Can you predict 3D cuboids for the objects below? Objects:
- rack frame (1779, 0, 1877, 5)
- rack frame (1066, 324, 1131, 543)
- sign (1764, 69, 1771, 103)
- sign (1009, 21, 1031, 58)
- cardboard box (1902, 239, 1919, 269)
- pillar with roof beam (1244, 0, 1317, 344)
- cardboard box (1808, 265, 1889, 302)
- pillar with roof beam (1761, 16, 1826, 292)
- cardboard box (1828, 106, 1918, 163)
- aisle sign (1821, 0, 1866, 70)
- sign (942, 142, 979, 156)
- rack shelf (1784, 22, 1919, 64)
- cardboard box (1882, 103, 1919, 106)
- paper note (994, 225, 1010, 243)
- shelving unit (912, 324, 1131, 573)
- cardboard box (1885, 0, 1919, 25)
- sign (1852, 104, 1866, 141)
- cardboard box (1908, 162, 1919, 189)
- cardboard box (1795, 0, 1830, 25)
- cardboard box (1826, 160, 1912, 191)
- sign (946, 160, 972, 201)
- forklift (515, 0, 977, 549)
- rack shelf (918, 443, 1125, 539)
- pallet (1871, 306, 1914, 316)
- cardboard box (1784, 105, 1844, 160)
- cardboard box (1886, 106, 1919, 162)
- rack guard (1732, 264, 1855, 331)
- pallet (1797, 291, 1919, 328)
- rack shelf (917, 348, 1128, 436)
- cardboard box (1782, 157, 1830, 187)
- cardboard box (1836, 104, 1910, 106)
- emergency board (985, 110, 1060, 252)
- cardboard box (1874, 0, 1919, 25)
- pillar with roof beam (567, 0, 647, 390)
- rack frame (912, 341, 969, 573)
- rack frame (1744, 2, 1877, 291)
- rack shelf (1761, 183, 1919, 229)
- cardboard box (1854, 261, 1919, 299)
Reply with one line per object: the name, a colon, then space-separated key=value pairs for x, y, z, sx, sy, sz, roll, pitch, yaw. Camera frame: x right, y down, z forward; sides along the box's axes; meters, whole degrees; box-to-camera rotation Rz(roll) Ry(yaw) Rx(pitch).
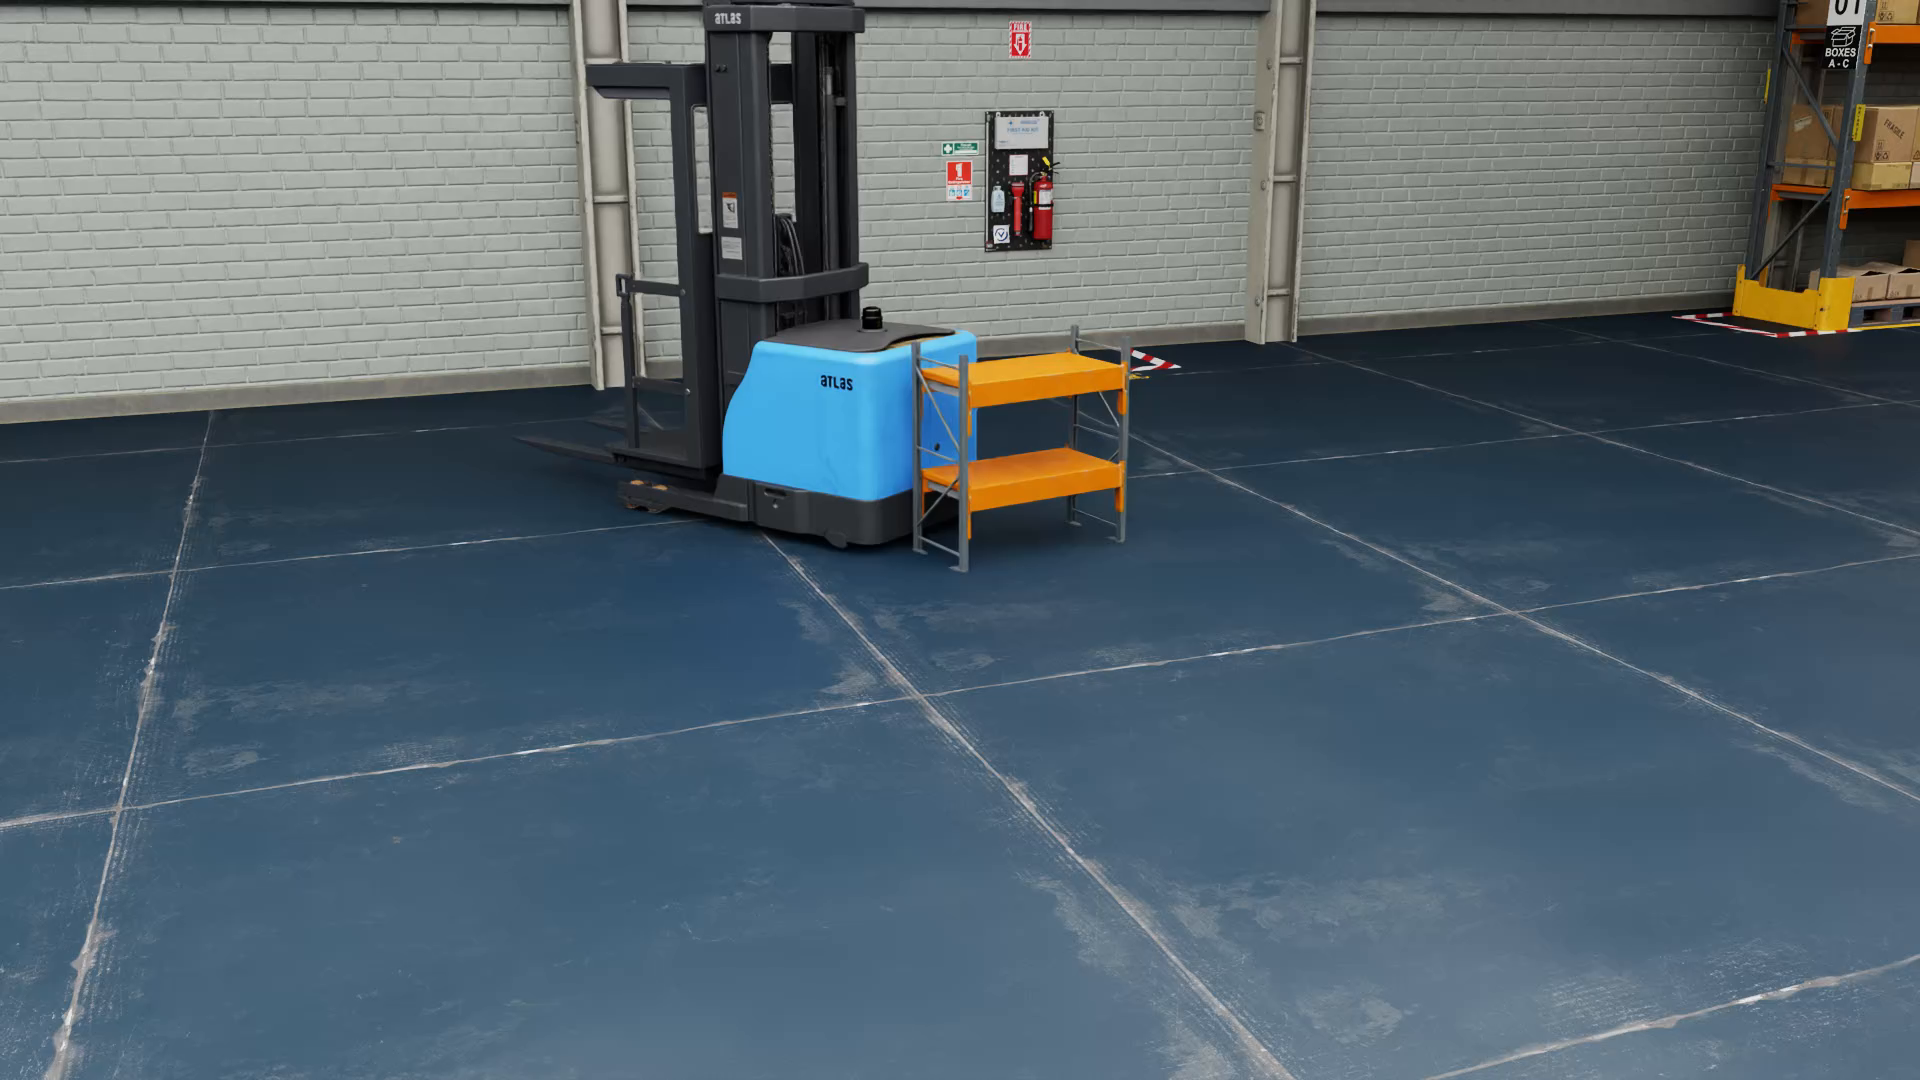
rack frame: x=8.127 y=-6.472 z=15.168 sx=0.127 sy=3.000 sz=1.000 roll=-6 pitch=17 yaw=-20
rack frame: x=0.752 y=-0.585 z=9.095 sx=0.032 sy=1.125 sz=0.500 roll=-10 pitch=19 yaw=-31
sign: x=7.947 y=-4.449 z=16.309 sx=0.005 sy=0.325 sz=0.100 roll=-6 pitch=17 yaw=-20
sign: x=0.504 y=-4.186 z=13.914 sx=0.199 sy=0.298 sz=0.001 roll=-6 pitch=17 yaw=-20
cardboard box: x=10.041 y=-2.770 z=16.863 sx=0.500 sy=0.500 sz=0.700 roll=-7 pitch=18 yaw=-24
pillar with roof beam: x=4.409 y=-5.033 z=10.266 sx=0.400 sy=9.000 sz=9.100 roll=-6 pitch=17 yaw=-20
cardboard box: x=8.805 y=-2.561 z=16.487 sx=0.500 sy=0.311 sz=0.500 roll=-8 pitch=18 yaw=-26
pillar with roof beam: x=10.012 y=-5.638 z=12.326 sx=0.400 sy=9.000 sz=9.100 roll=-6 pitch=17 yaw=-20
cardboard box: x=8.680 y=-3.860 z=15.820 sx=0.500 sy=0.500 sz=0.500 roll=-6 pitch=17 yaw=-20
aisle sign: x=8.167 y=-4.755 z=15.353 sx=0.004 sy=0.787 sz=0.394 roll=-6 pitch=17 yaw=-20
sign: x=0.002 y=-3.289 z=13.971 sx=0.331 sy=0.109 sz=0.001 roll=-6 pitch=17 yaw=-20
rack shelf: x=9.995 y=-4.890 z=16.378 sx=4.000 sy=0.370 sz=1.077 roll=-6 pitch=17 yaw=-20
cardboard box: x=9.446 y=-4.096 z=16.623 sx=0.500 sy=0.500 sz=0.500 roll=-7 pitch=18 yaw=-22
paper note: x=0.357 y=-2.626 z=14.279 sx=0.142 sy=0.148 sz=0.016 roll=-6 pitch=17 yaw=-20
shelving unit: x=0.324 y=-0.508 z=8.832 sx=1.048 sy=1.125 sz=0.538 roll=-10 pitch=19 yaw=-31
cardboard box: x=9.043 y=-5.103 z=15.617 sx=0.500 sy=0.500 sz=0.500 roll=-5 pitch=17 yaw=-16
sign: x=8.321 y=-3.867 z=15.405 sx=0.005 sy=0.325 sz=0.100 roll=-6 pitch=17 yaw=-20
cardboard box: x=9.176 y=-3.553 z=16.105 sx=0.500 sy=0.250 sz=0.500 roll=-7 pitch=18 yaw=-22
cardboard box: x=8.426 y=-5.199 z=15.944 sx=0.500 sy=0.500 sz=0.500 roll=-5 pitch=17 yaw=-16
cardboard box: x=8.696 y=-3.497 z=15.914 sx=0.500 sy=0.250 sz=0.500 roll=-7 pitch=18 yaw=-22
sign: x=-0.006 y=-3.037 z=14.052 sx=0.234 sy=0.329 sz=0.001 roll=-6 pitch=17 yaw=-20
forklift: x=-1.386 y=-1.666 z=9.569 sx=3.031 sy=2.935 sz=1.130 roll=11 pitch=20 yaw=34
rack shelf: x=0.324 y=-0.274 z=8.901 sx=1.000 sy=0.278 sz=0.538 roll=-10 pitch=19 yaw=-31
pallet: x=10.107 y=-2.458 z=17.094 sx=1.213 sy=0.211 sz=1.003 roll=-6 pitch=17 yaw=-20
cardboard box: x=8.491 y=-3.995 z=16.278 sx=0.500 sy=0.500 sz=0.500 roll=-6 pitch=18 yaw=-21
cardboard box: x=9.146 y=-3.908 z=15.981 sx=0.500 sy=0.500 sz=0.500 roll=-6 pitch=17 yaw=-20
rack guard: x=8.198 y=-2.402 z=16.391 sx=0.348 sy=0.500 sz=1.175 roll=-6 pitch=17 yaw=-20
pallet: x=8.969 y=-2.336 z=16.679 sx=1.213 sy=0.211 sz=1.003 roll=-6 pitch=17 yaw=-20
rack shelf: x=0.324 y=-0.789 z=8.750 sx=1.000 sy=0.278 sz=0.538 roll=-10 pitch=19 yaw=-31
cardboard box: x=8.494 y=-3.630 z=16.365 sx=0.500 sy=0.250 sz=0.500 roll=-6 pitch=17 yaw=-19
cardboard box: x=8.965 y=-4.043 z=16.442 sx=0.500 sy=0.500 sz=0.500 roll=-6 pitch=17 yaw=-19
emergency board: x=0.547 y=-3.048 z=14.154 sx=0.643 sy=1.169 sz=0.194 roll=-6 pitch=17 yaw=-20
cardboard box: x=8.529 y=-5.059 z=15.464 sx=0.500 sy=0.500 sz=0.500 roll=-6 pitch=17 yaw=-19
pillar with roof beam: x=-1.194 y=-4.428 z=8.206 sx=0.400 sy=9.000 sz=9.100 roll=-6 pitch=17 yaw=-20
rack frame: x=-0.104 y=-0.431 z=8.570 sx=0.032 sy=1.125 sz=0.500 roll=-10 pitch=19 yaw=-31
rack frame: x=8.127 y=-3.594 z=16.013 sx=0.127 sy=3.000 sz=1.000 roll=-6 pitch=17 yaw=-20
rack shelf: x=9.995 y=-3.450 z=16.801 sx=4.000 sy=0.370 sz=1.077 roll=-6 pitch=17 yaw=-20
cardboard box: x=9.338 y=-2.618 z=16.682 sx=0.500 sy=0.311 sz=0.500 roll=-5 pitch=17 yaw=-15
